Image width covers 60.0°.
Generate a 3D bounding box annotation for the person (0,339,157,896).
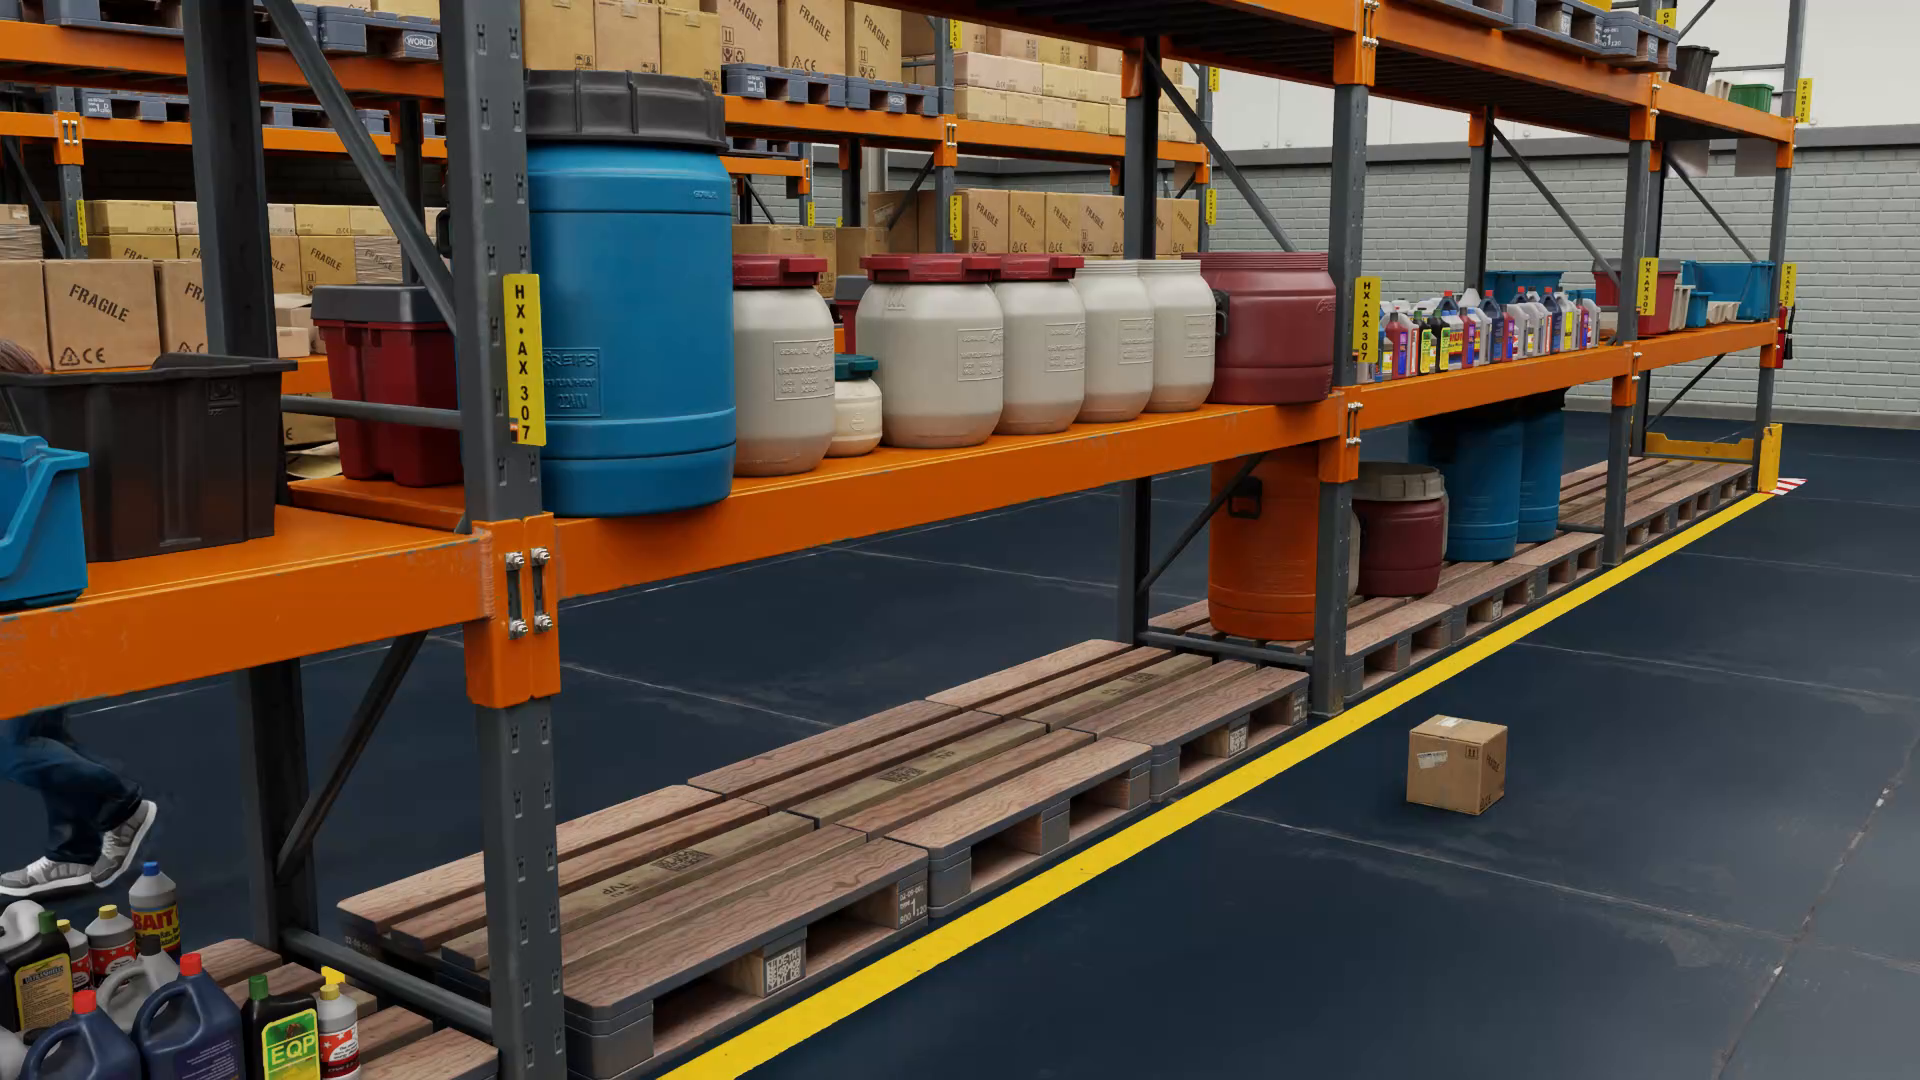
[{"bbox_3d":[-2.542,0.234,4.627,0.443,1.583,0.459,-9,13,-41],"label":"person"}]
